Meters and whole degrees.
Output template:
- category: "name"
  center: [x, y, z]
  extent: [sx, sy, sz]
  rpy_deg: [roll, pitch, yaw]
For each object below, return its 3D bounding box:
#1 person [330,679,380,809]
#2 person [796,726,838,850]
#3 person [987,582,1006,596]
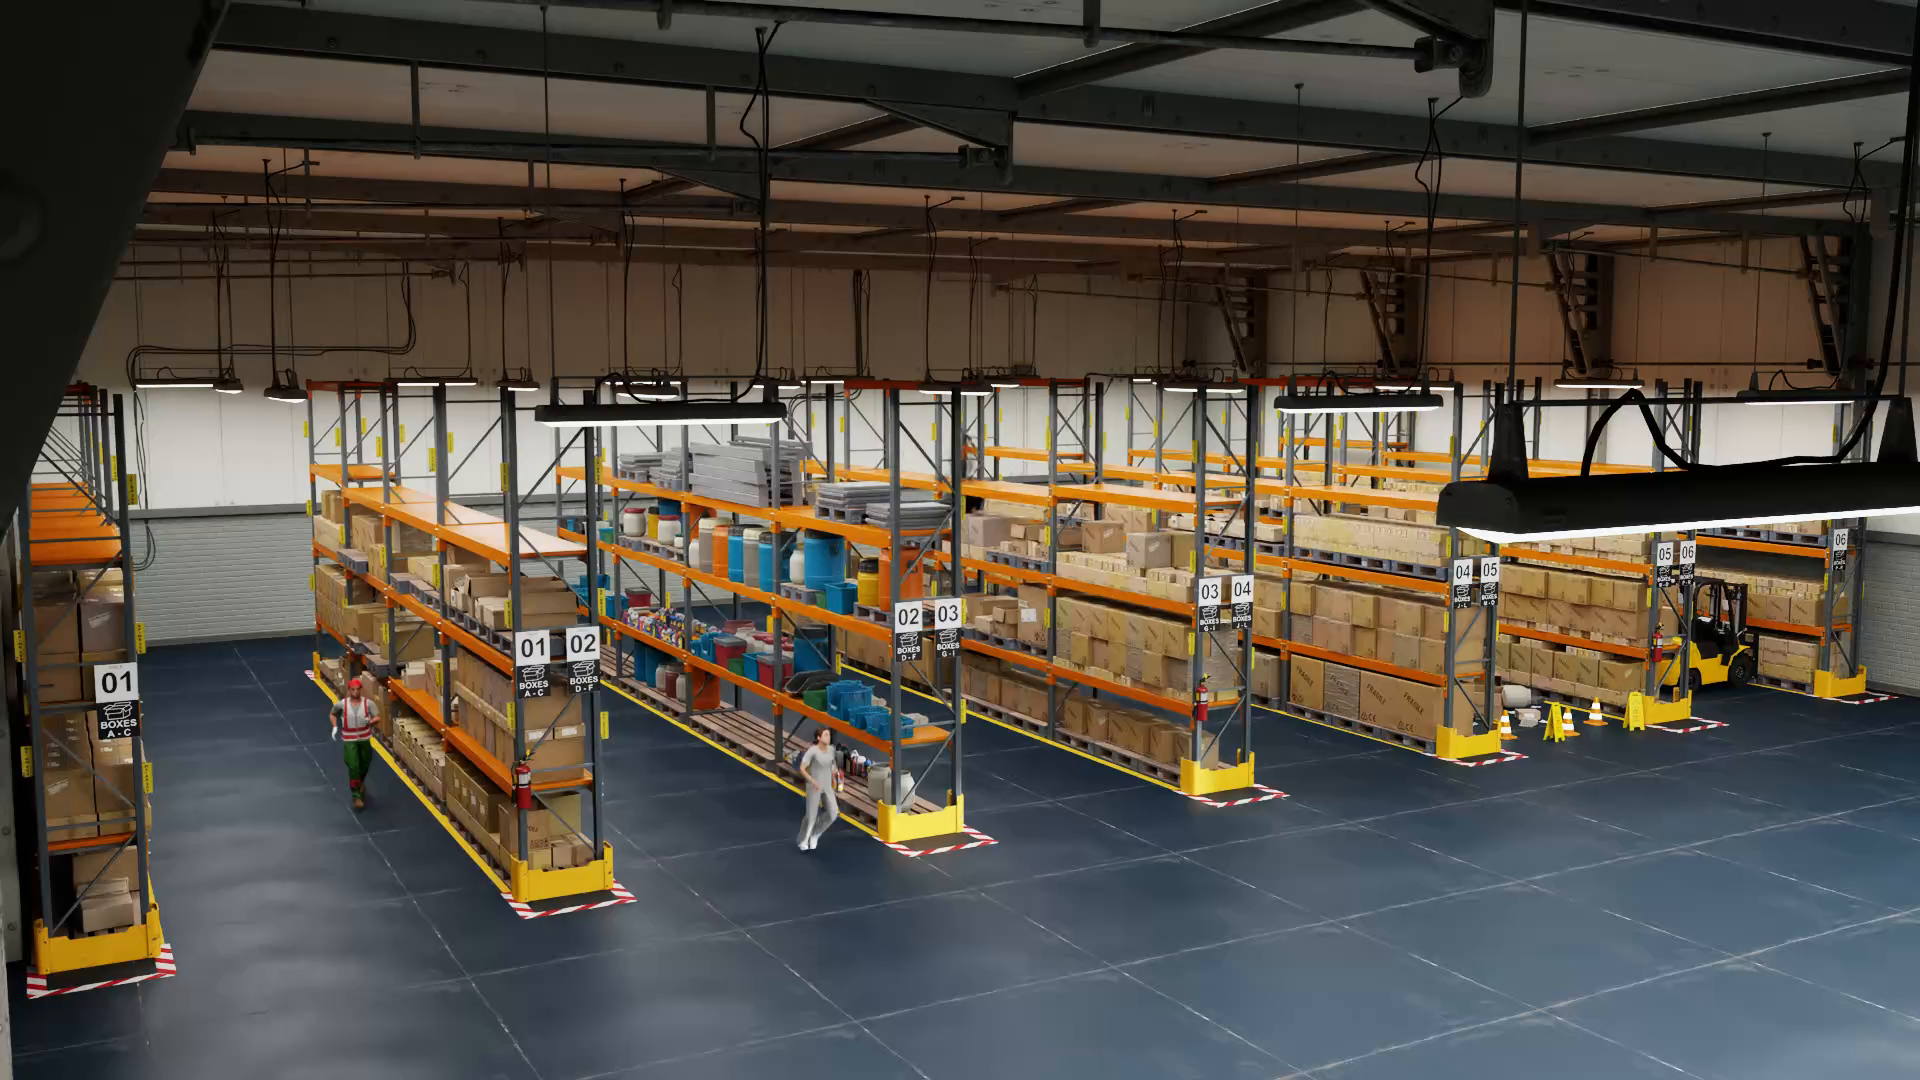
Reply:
- category: "person"
  center: [-8.656, 2.875, 23.866]
  extent: [0.659, 1.774, 1.002]
  rpy_deg: [-3, 7, -29]
- category: "person"
  center: [-1.791, 3.220, 21.617]
  extent: [0.624, 1.610, 0.562]
  rpy_deg: [-4, 8, -36]
- category: "person"
  center: [0.917, 1.004, 42.458]
  extent: [0.729, 1.649, 0.649]
  rpy_deg: [-5, 8, -41]
